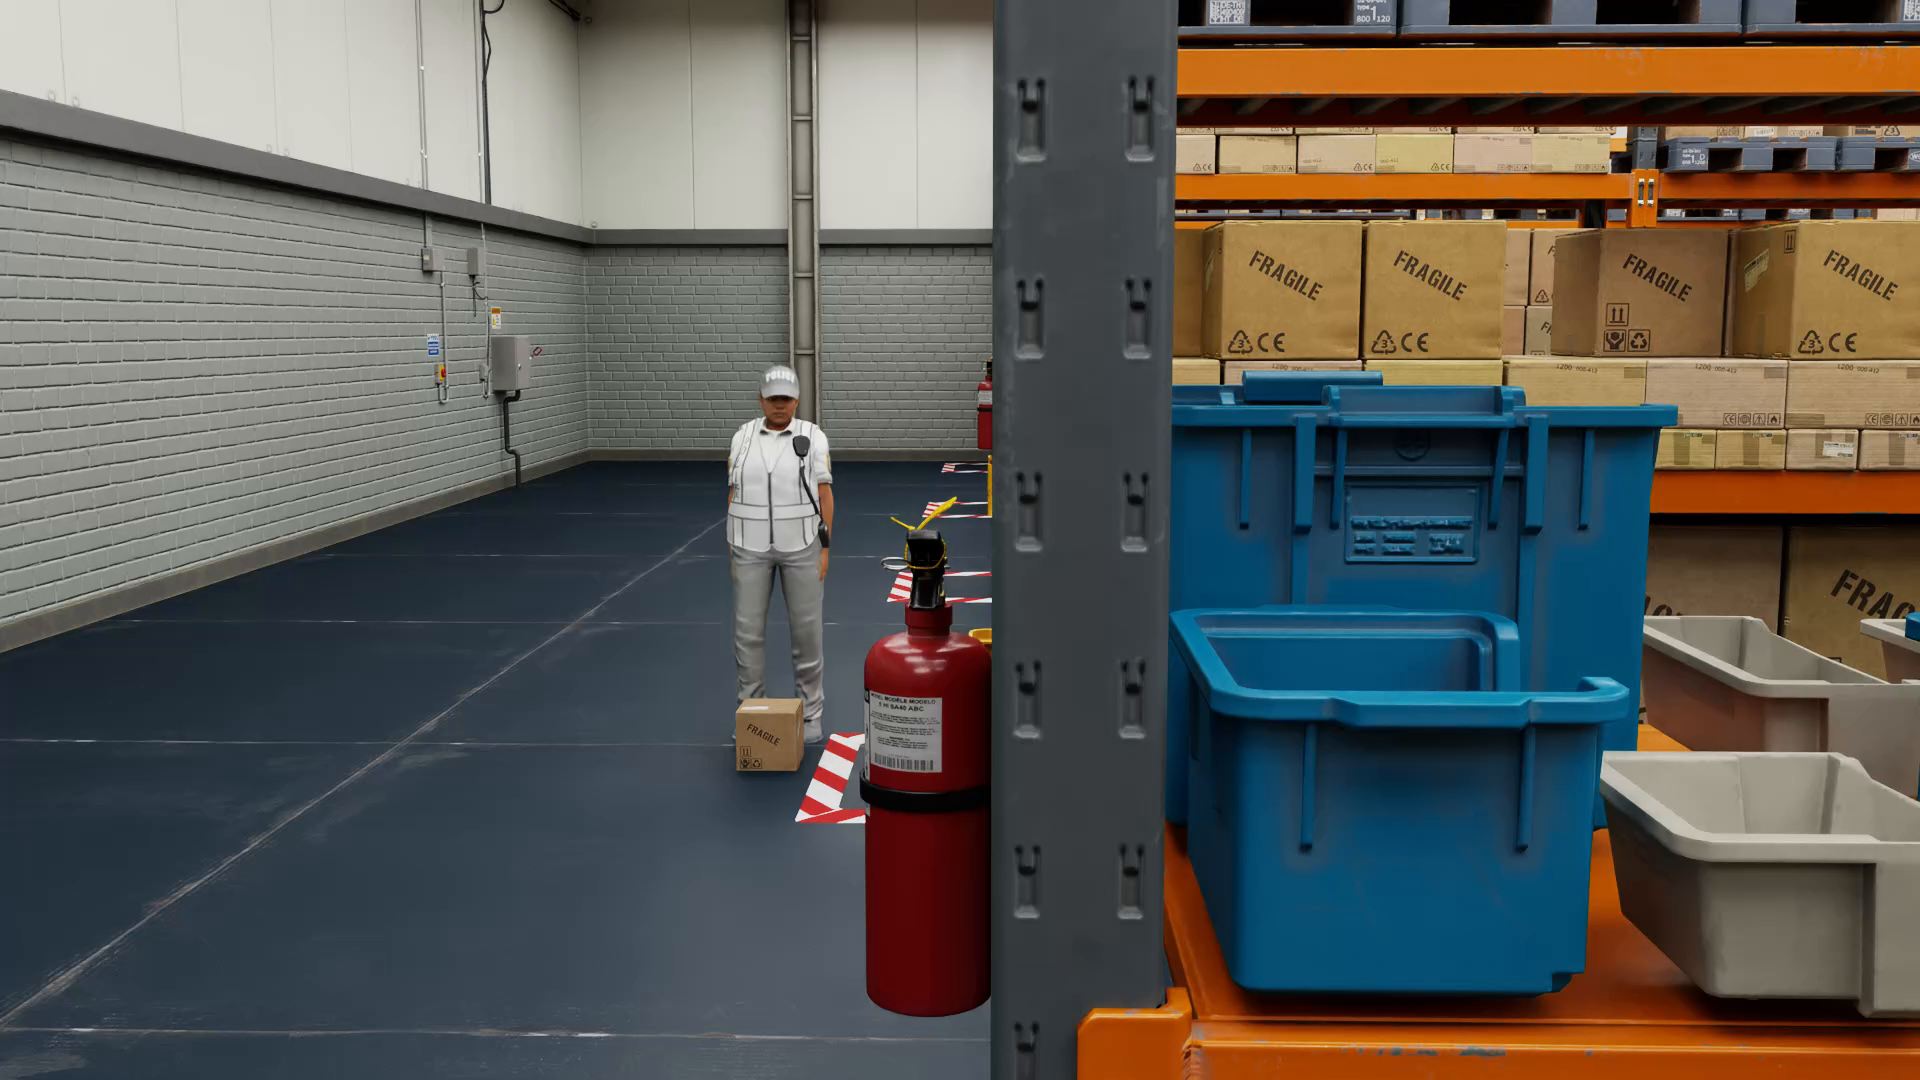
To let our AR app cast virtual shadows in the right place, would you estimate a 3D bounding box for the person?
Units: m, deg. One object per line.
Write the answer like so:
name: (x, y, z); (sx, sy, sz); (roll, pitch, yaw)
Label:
person: (-0.790, 0.063, 7.352); (0.470, 1.665, 0.379); (0, 7, 0)
